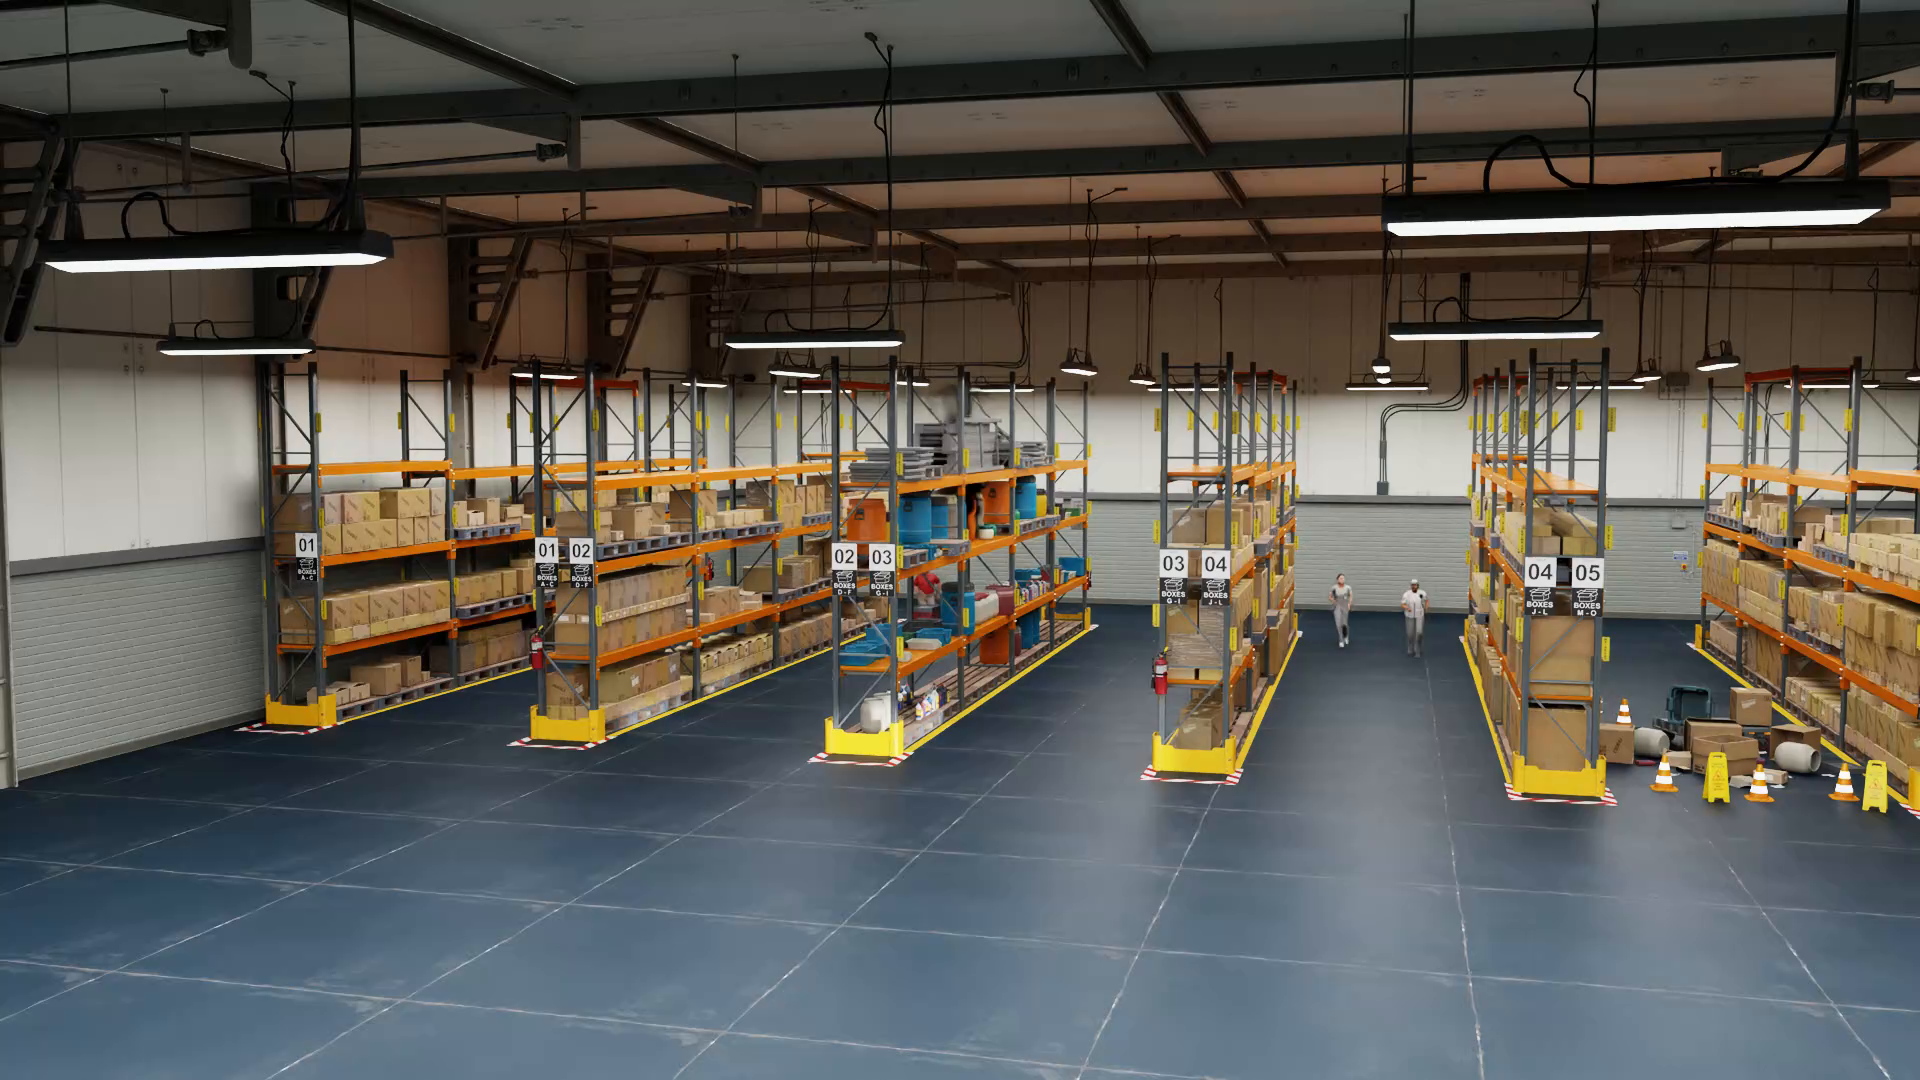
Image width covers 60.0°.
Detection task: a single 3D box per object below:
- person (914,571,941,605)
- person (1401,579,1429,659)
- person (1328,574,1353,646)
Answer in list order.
[{"bbox_3d":[-0.803,1.397,39.303,0.676,1.684,0.601,0,4,6],"label":"person"},{"bbox_3d":[9.736,1.688,35.609,0.557,1.715,0.760,2,4,21],"label":"person"},{"bbox_3d":[8.498,1.571,37.130,0.549,1.639,0.558,1,4,11],"label":"person"}]
